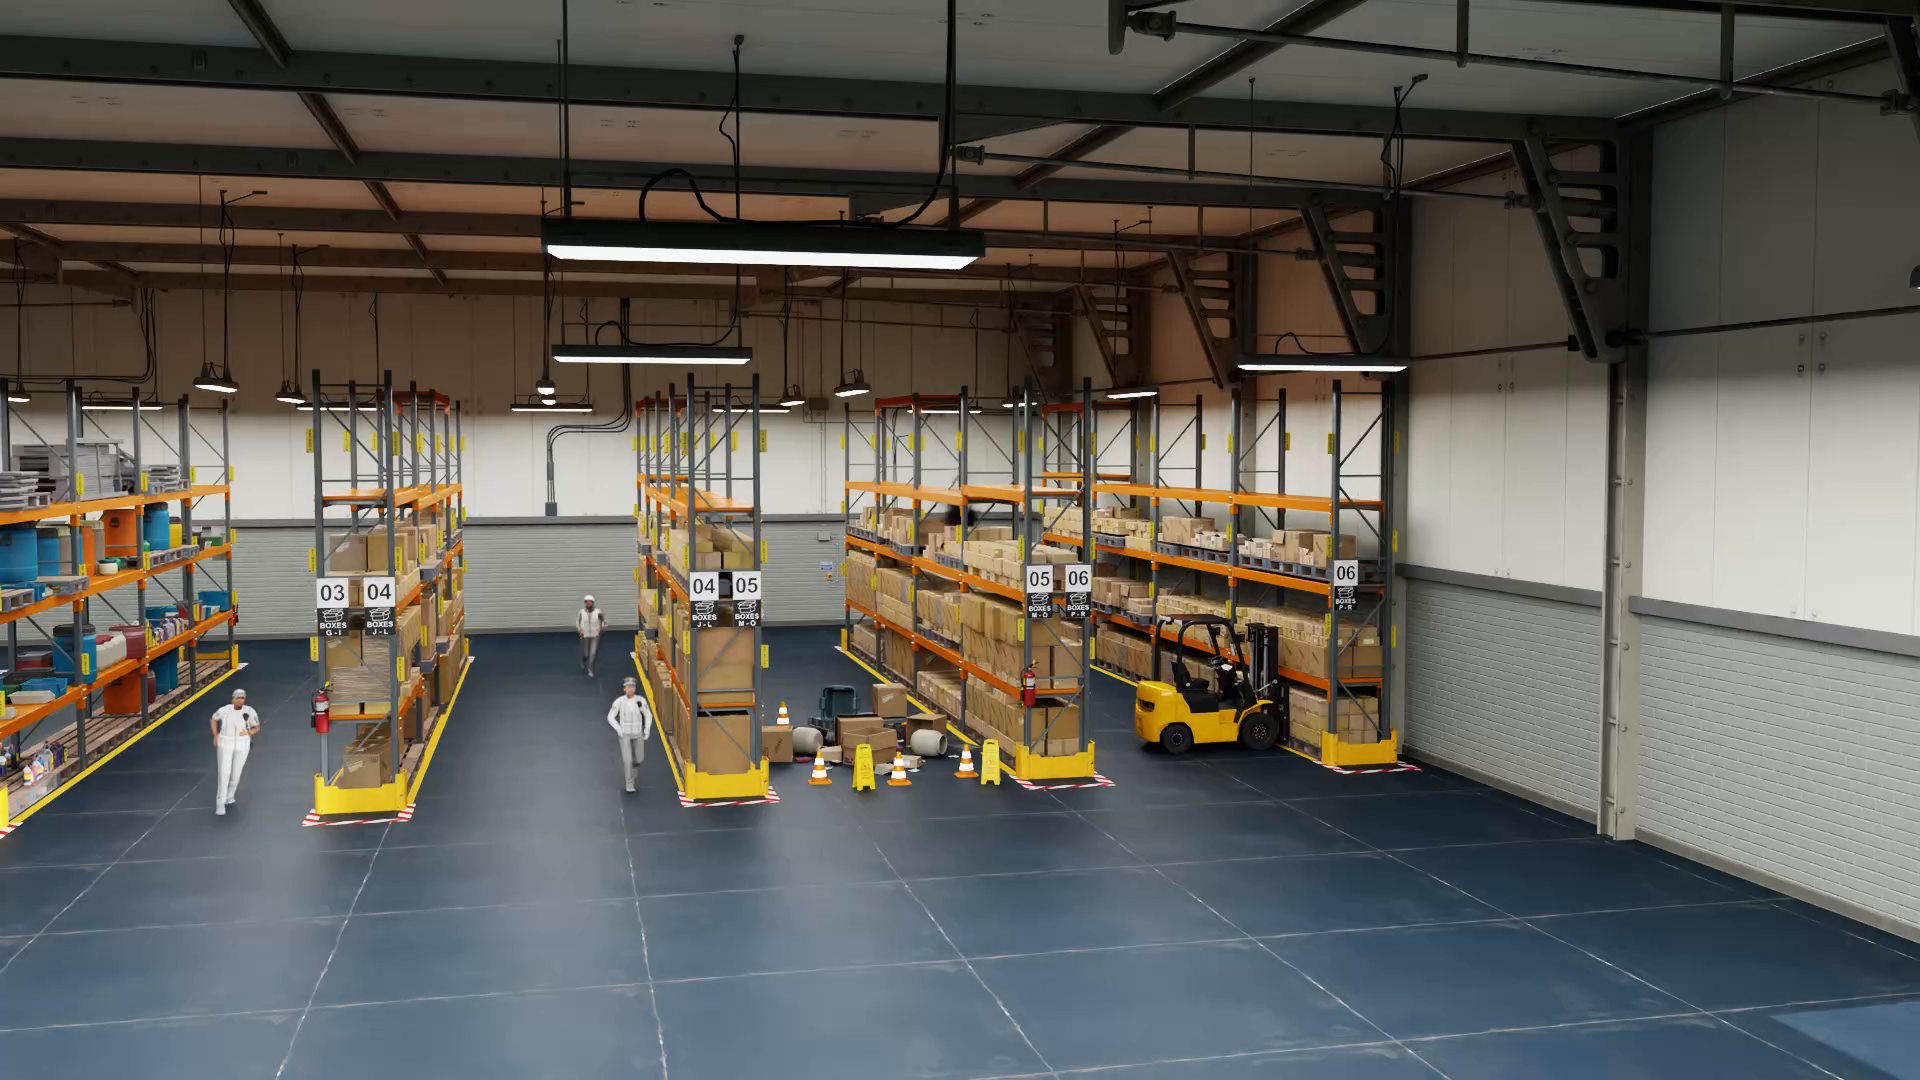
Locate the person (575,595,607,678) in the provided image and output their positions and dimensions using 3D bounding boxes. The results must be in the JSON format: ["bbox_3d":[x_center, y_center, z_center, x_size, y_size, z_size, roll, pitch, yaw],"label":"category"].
[{"bbox_3d":[-7.979,2.068,35.953,0.667,1.760,0.723,-1,3,-12],"label":"person"}]

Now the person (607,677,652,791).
[{"bbox_3d":[-4.768,2.784,24.028,0.645,1.634,0.579,-1,3,-19],"label":"person"}]

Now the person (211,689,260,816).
[{"bbox_3d":[-9.935,2.881,22.823,0.604,1.703,0.800,-2,4,-29],"label":"person"}]
